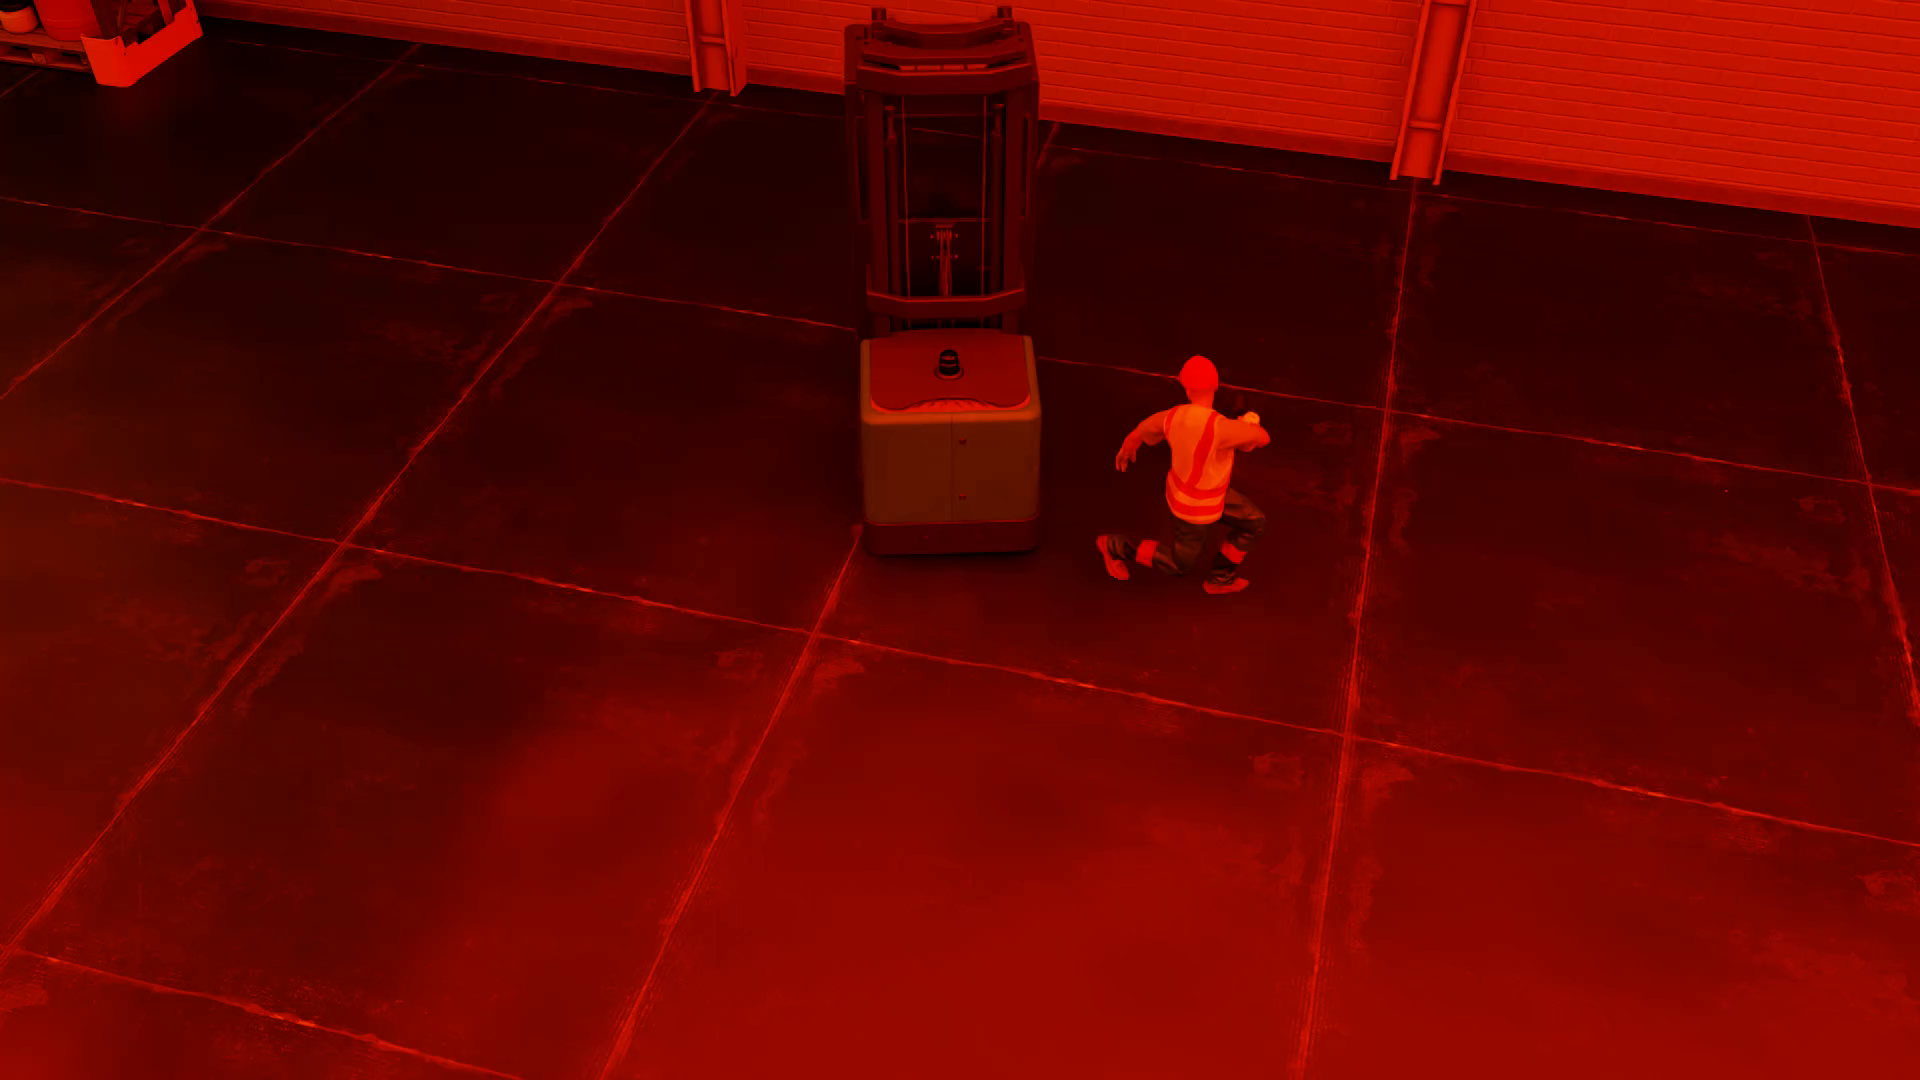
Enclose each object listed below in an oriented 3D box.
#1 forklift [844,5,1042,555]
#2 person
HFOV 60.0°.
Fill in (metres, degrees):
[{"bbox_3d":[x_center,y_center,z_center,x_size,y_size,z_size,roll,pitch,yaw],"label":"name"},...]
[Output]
[{"bbox_3d":[-0.114,-1.967,10.105,1.130,2.935,3.031,-2,41,-2],"label":"forklift"},{"bbox_3d":[1.272,-0.353,9.374,0.953,1.540,0.685,-2,41,-2],"label":"person"}]
